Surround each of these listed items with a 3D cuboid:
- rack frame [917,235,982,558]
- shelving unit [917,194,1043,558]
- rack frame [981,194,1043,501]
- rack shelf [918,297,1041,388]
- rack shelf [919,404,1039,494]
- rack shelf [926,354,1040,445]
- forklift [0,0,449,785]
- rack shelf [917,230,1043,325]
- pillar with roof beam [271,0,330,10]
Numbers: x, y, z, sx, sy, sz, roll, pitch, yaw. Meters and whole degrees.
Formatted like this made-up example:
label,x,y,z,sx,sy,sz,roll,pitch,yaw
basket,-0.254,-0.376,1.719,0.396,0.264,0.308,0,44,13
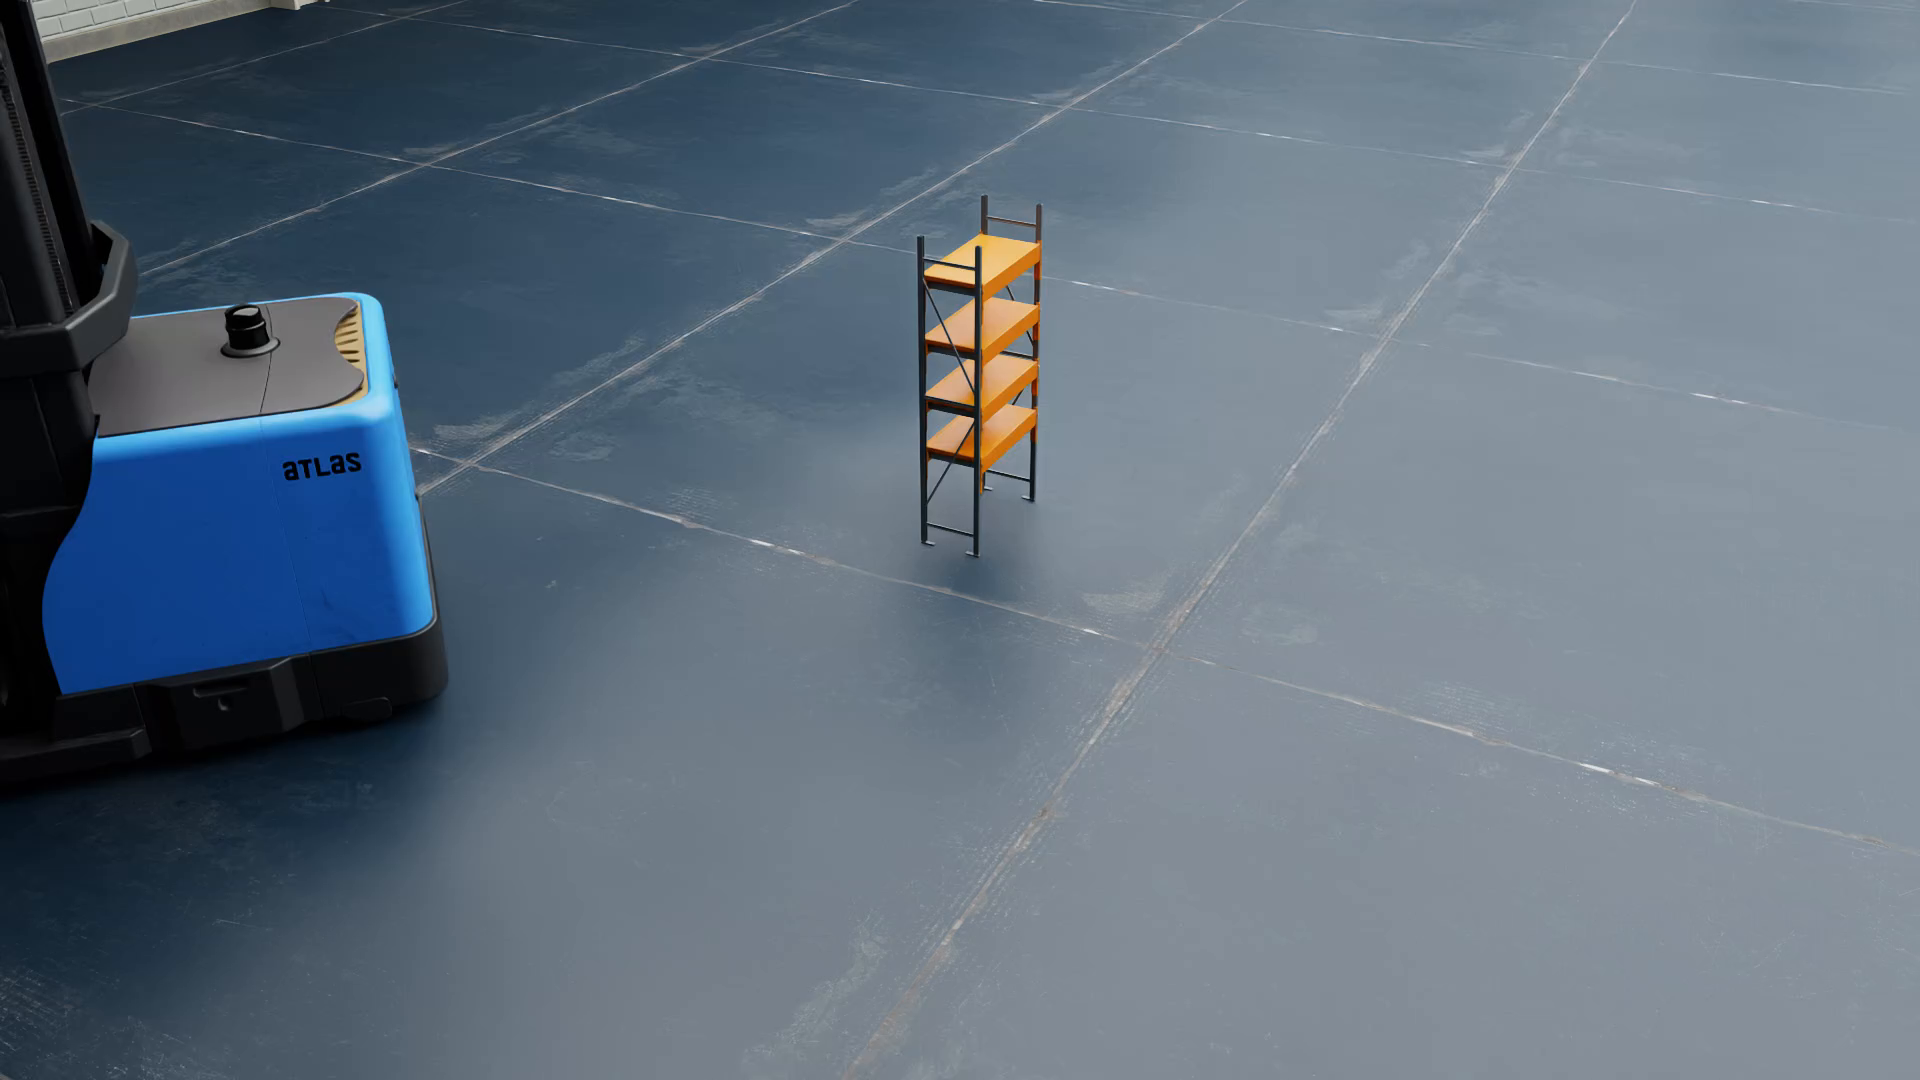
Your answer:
label,x,y,z,sx,sy,sz,roll,pitch,yaw
rack frame,-0.036,-0.486,5.891,0.240,1.200,0.015,14,33,23
shelving unit,0.075,-0.594,6.079,0.258,1.200,0.503,14,33,23
rack frame,0.187,-0.702,6.267,0.240,1.200,0.015,14,33,23
rack shelf,0.075,-0.729,6.001,0.258,0.148,0.480,14,33,23
rack shelf,0.075,-0.363,6.211,0.258,0.148,0.480,14,33,23
rack shelf,0.075,-0.535,6.113,0.258,0.148,0.480,14,33,23
forklift,-3.209,-0.716,4.553,3.031,2.935,1.130,-10,31,-17
rack shelf,0.075,-0.934,5.883,0.258,0.148,0.480,14,33,23
pillar with roof beam,-1.828,-7.526,10.319,9.100,9.000,0.400,14,33,23
